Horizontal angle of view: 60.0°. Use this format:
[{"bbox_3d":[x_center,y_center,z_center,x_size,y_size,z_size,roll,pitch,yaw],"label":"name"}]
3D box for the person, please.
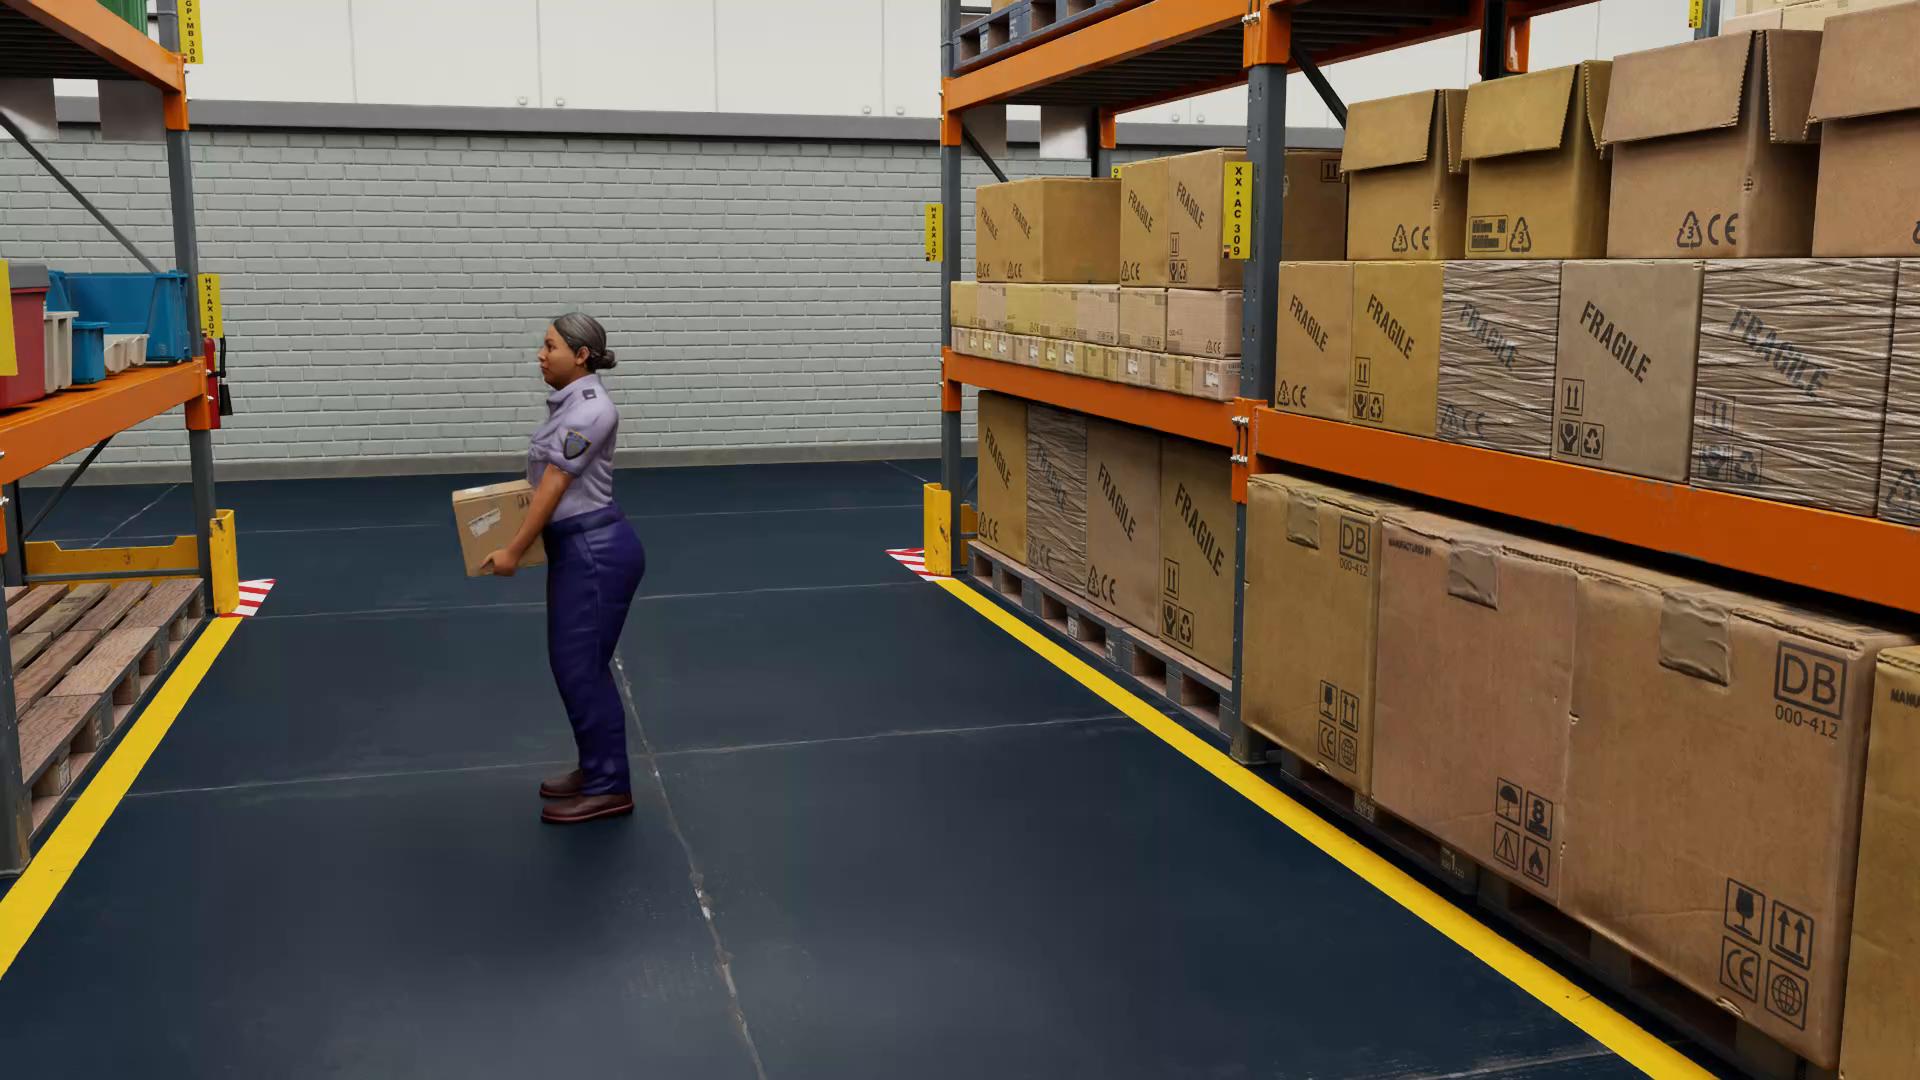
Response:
[{"bbox_3d":[-1.304,0.084,5.447,0.528,1.647,0.435,-3,10,-17],"label":"person"}]
